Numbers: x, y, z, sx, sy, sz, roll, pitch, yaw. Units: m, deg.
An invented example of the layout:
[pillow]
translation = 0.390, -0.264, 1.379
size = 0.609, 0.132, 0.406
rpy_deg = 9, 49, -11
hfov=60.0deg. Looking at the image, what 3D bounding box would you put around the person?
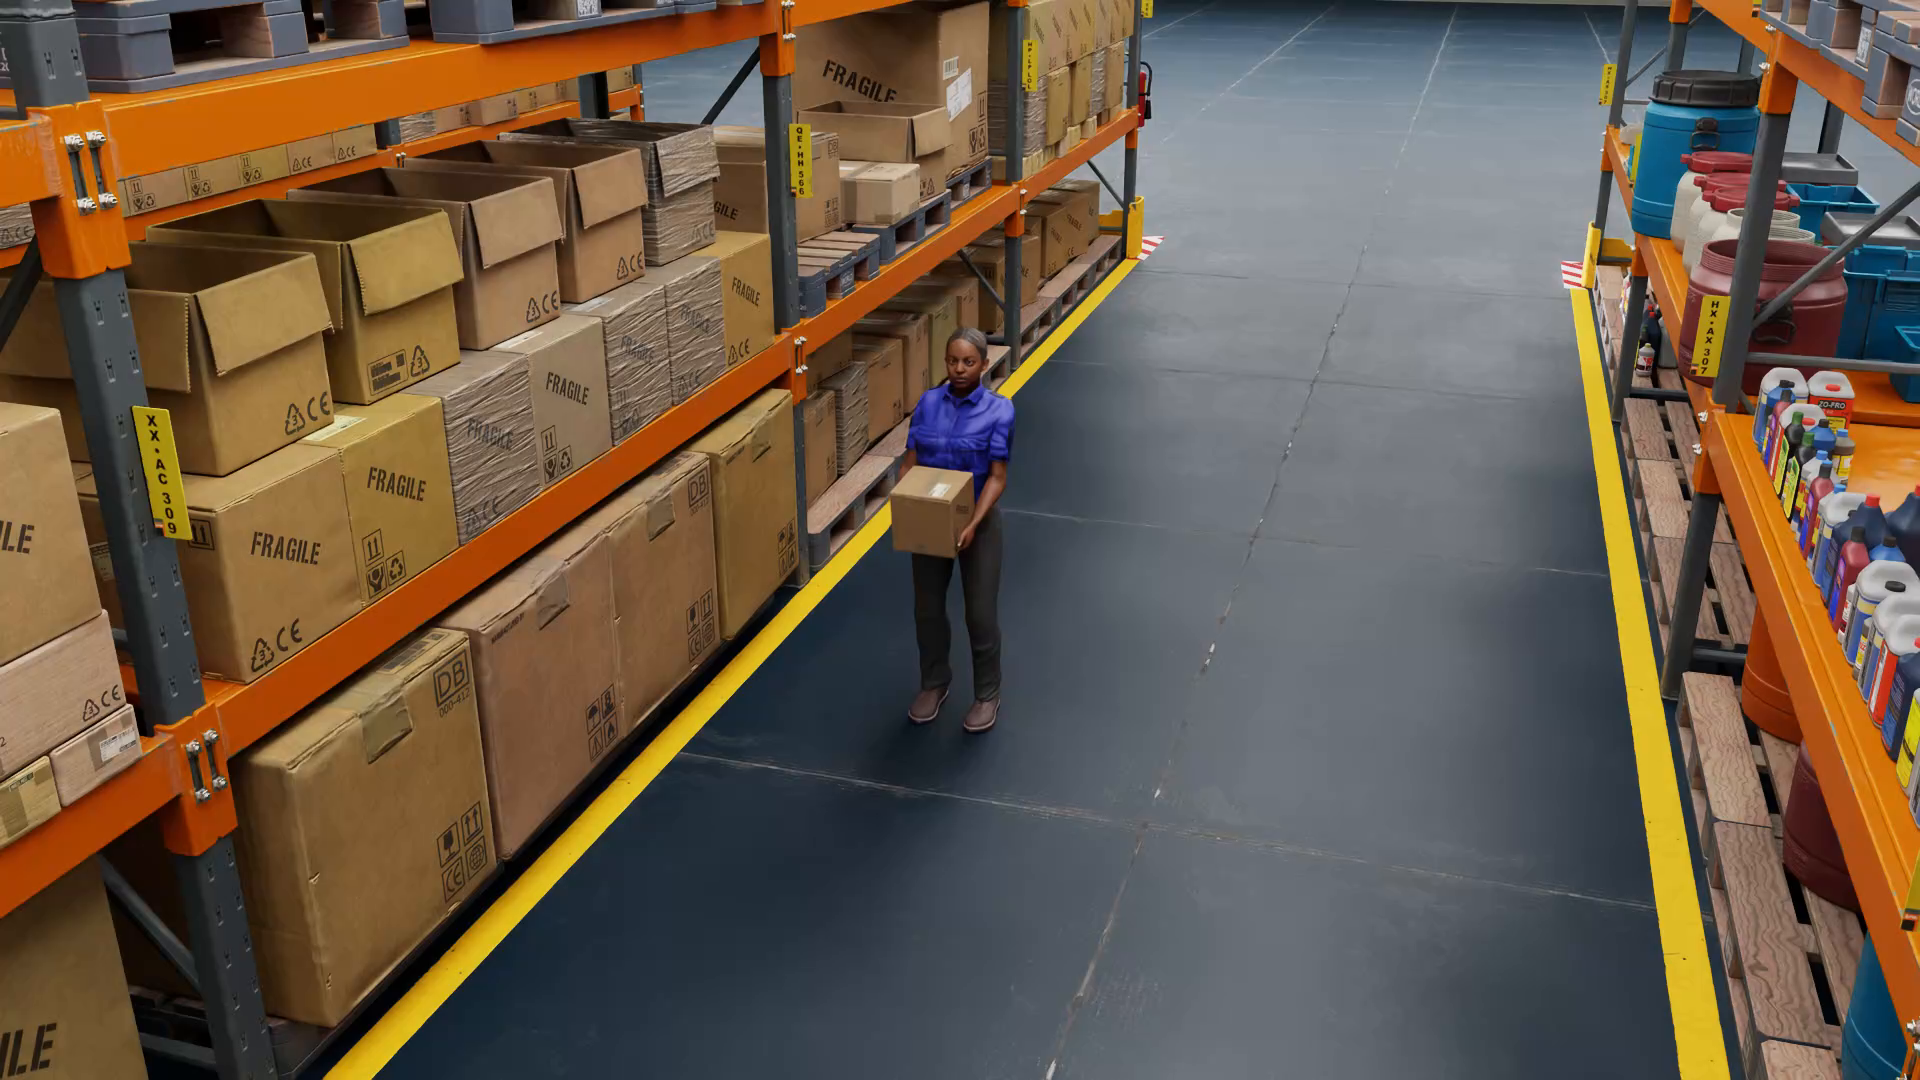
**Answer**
[person]
translation = -0.040, -0.013, 6.641
size = 0.451, 1.650, 0.518
rpy_deg = 8, 23, 19
